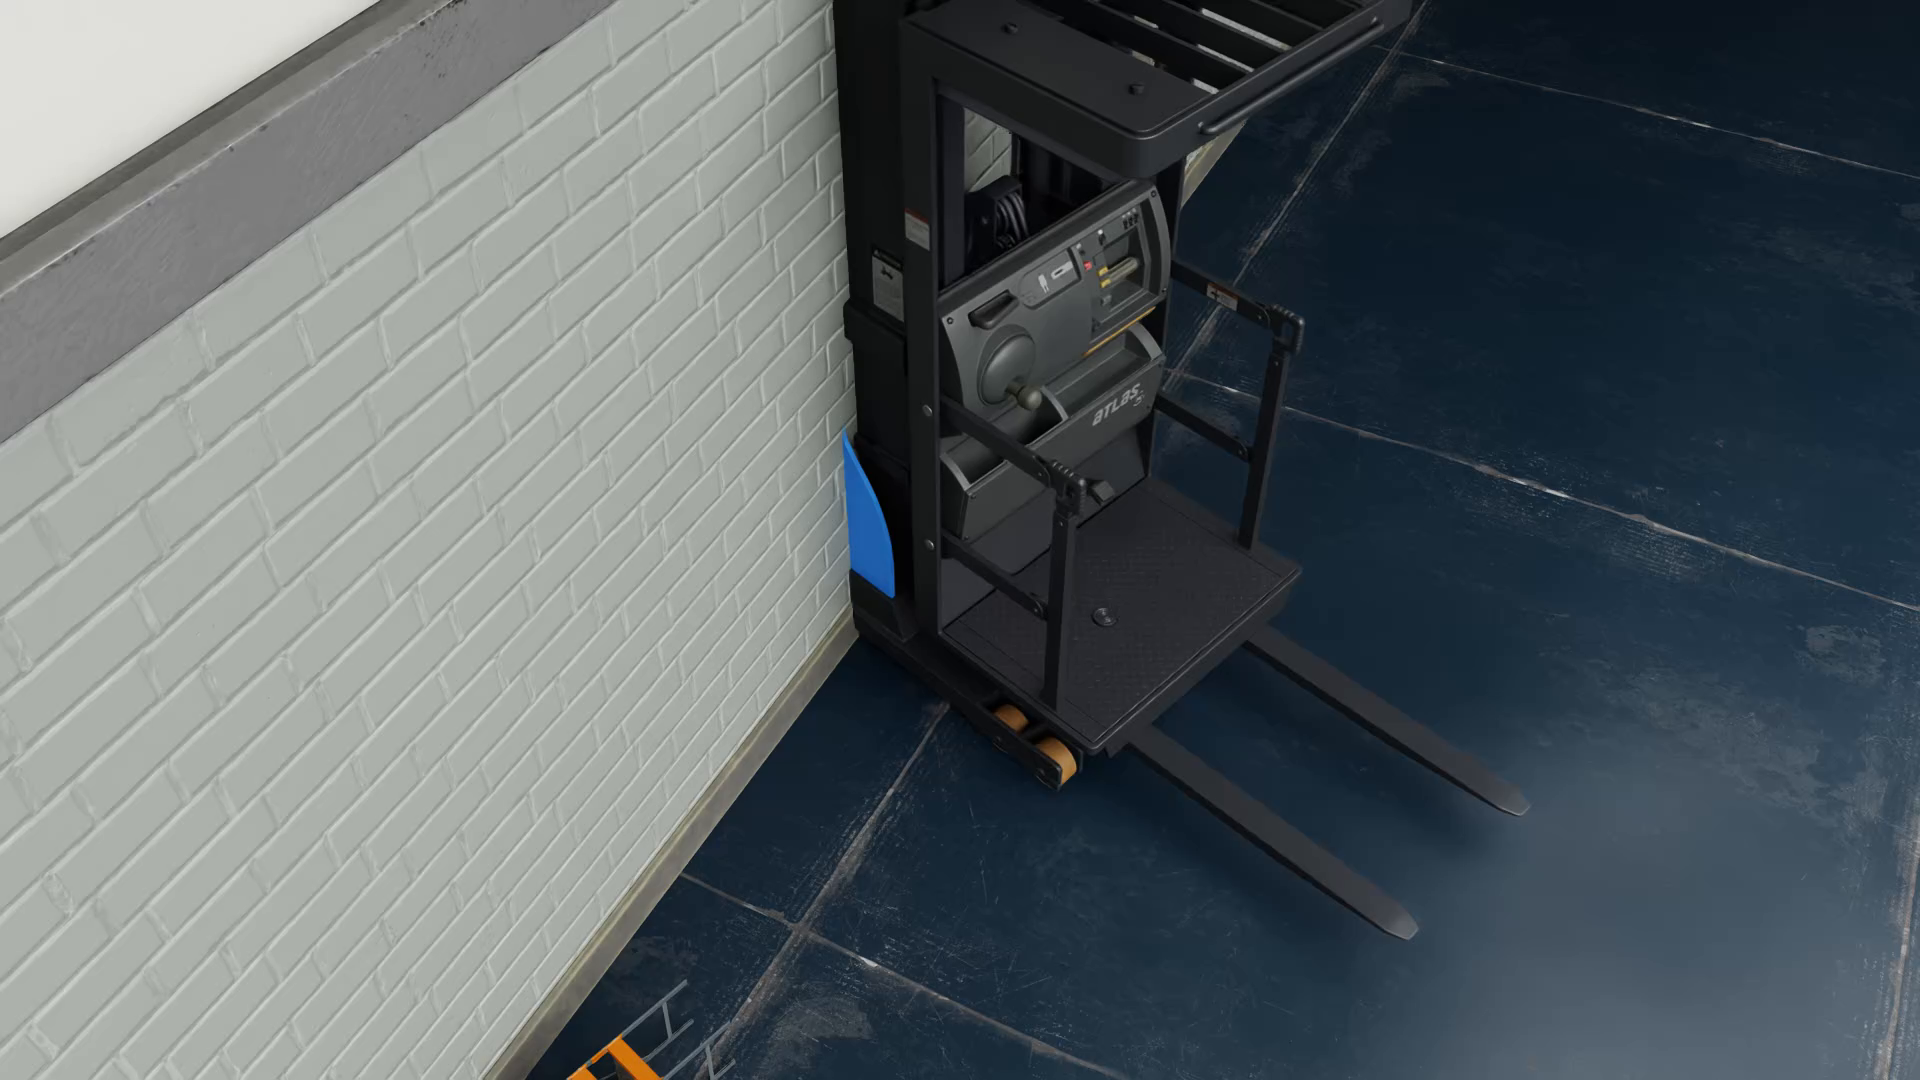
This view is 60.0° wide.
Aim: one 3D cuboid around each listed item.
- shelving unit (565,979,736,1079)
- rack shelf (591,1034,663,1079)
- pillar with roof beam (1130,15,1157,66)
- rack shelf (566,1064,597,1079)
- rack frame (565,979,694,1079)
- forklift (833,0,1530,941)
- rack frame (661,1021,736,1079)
[{"bbox_3d":[-1.118,1.669,4.404,0.189,0.258,1.200,35,53,28],"label":"shelving unit"},{"bbox_3d":[-0.902,1.510,4.571,0.180,0.258,0.103,35,53,28],"label":"rack shelf"},{"bbox_3d":[4.432,-2.549,2.442,9.100,9.000,0.400,20,49,19],"label":"pillar with roof beam"},{"bbox_3d":[-0.984,1.571,4.507,0.180,0.258,0.103,35,53,28],"label":"rack shelf"},{"bbox_3d":[-1.184,1.623,4.447,0.006,0.240,1.200,35,53,28],"label":"rack frame"},{"bbox_3d":[0.451,-0.644,4.826,3.031,2.935,1.130,35,55,30],"label":"forklift"},{"bbox_3d":[-1.051,1.715,4.362,0.006,0.240,1.200,35,53,28],"label":"rack frame"}]
